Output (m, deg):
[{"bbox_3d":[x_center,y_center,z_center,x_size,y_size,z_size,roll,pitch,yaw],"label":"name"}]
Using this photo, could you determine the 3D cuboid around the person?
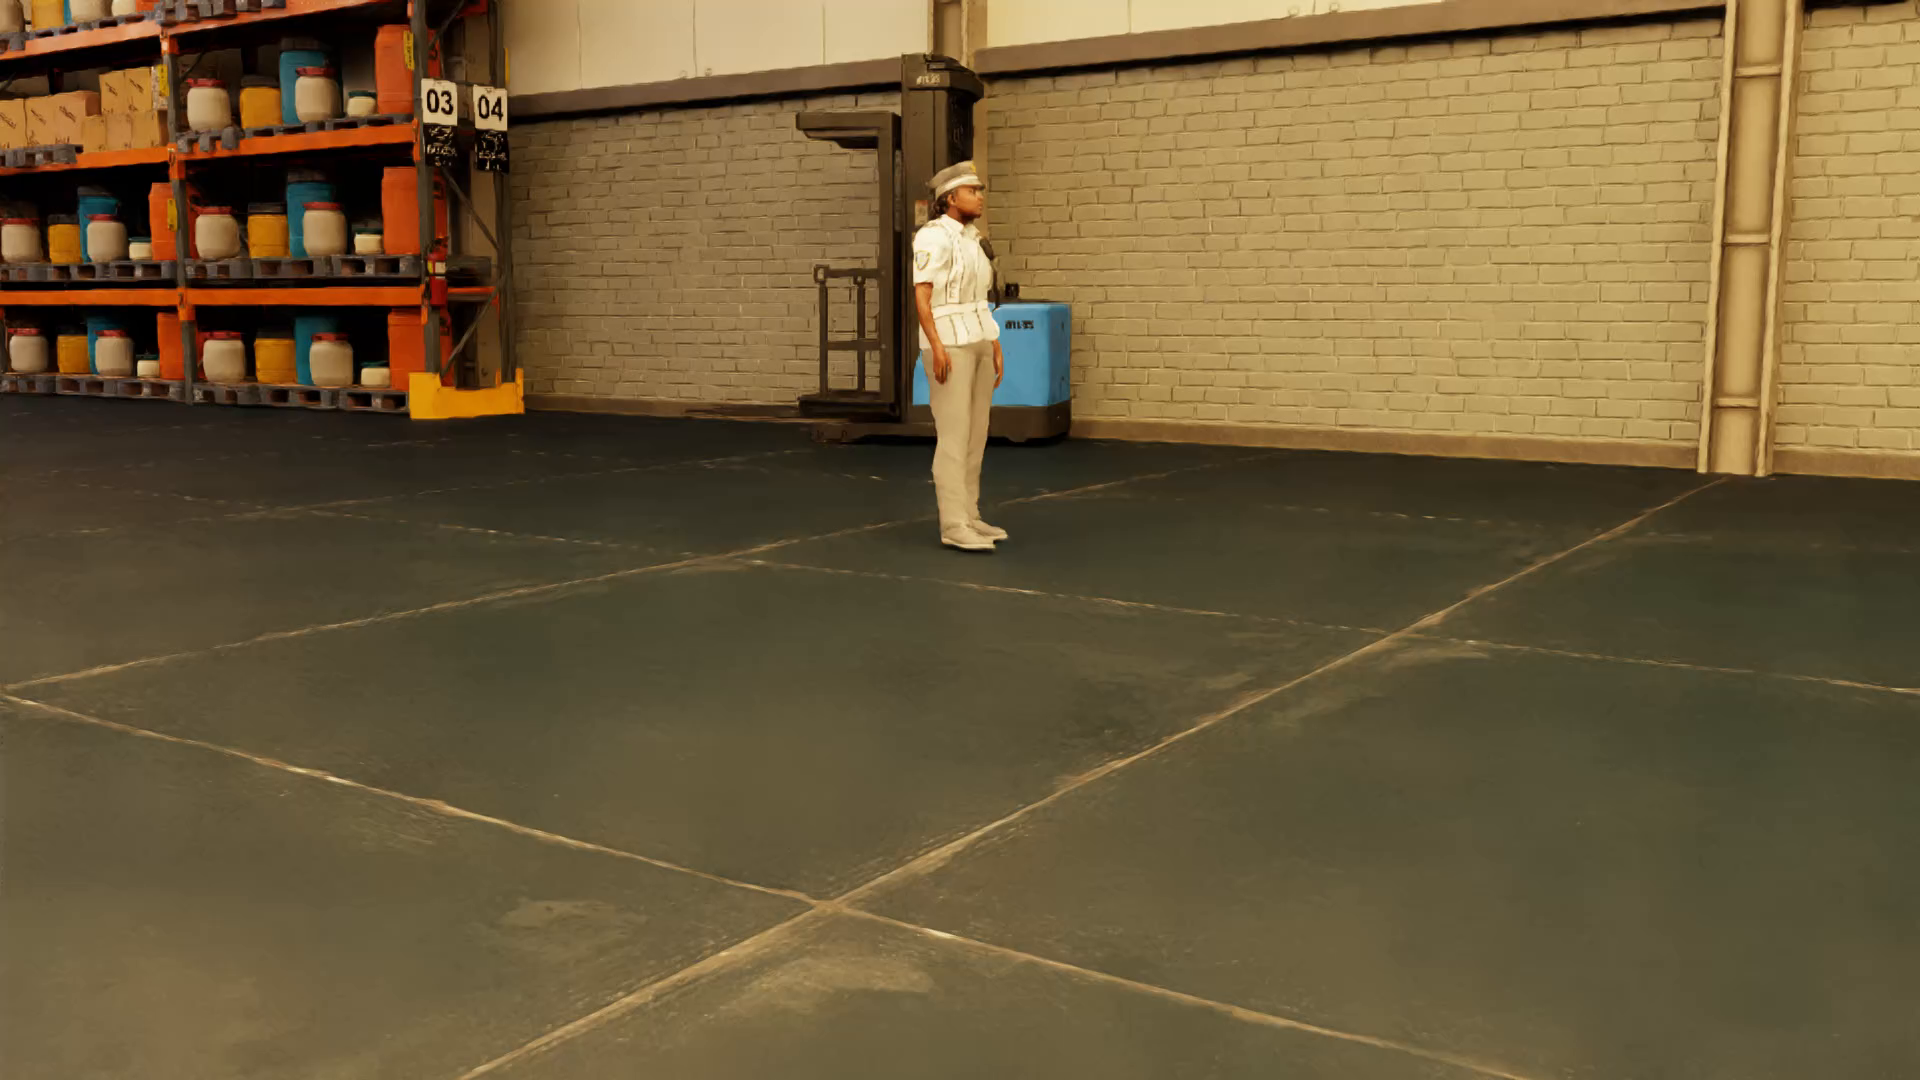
[{"bbox_3d":[0.051,-0.839,7.426,0.529,1.695,0.570,5,10,34],"label":"person"}]

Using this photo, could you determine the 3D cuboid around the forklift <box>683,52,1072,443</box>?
[{"bbox_3d":[-0.678,-2.267,13.138,3.031,2.935,1.130,2,8,14],"label":"forklift"}]
